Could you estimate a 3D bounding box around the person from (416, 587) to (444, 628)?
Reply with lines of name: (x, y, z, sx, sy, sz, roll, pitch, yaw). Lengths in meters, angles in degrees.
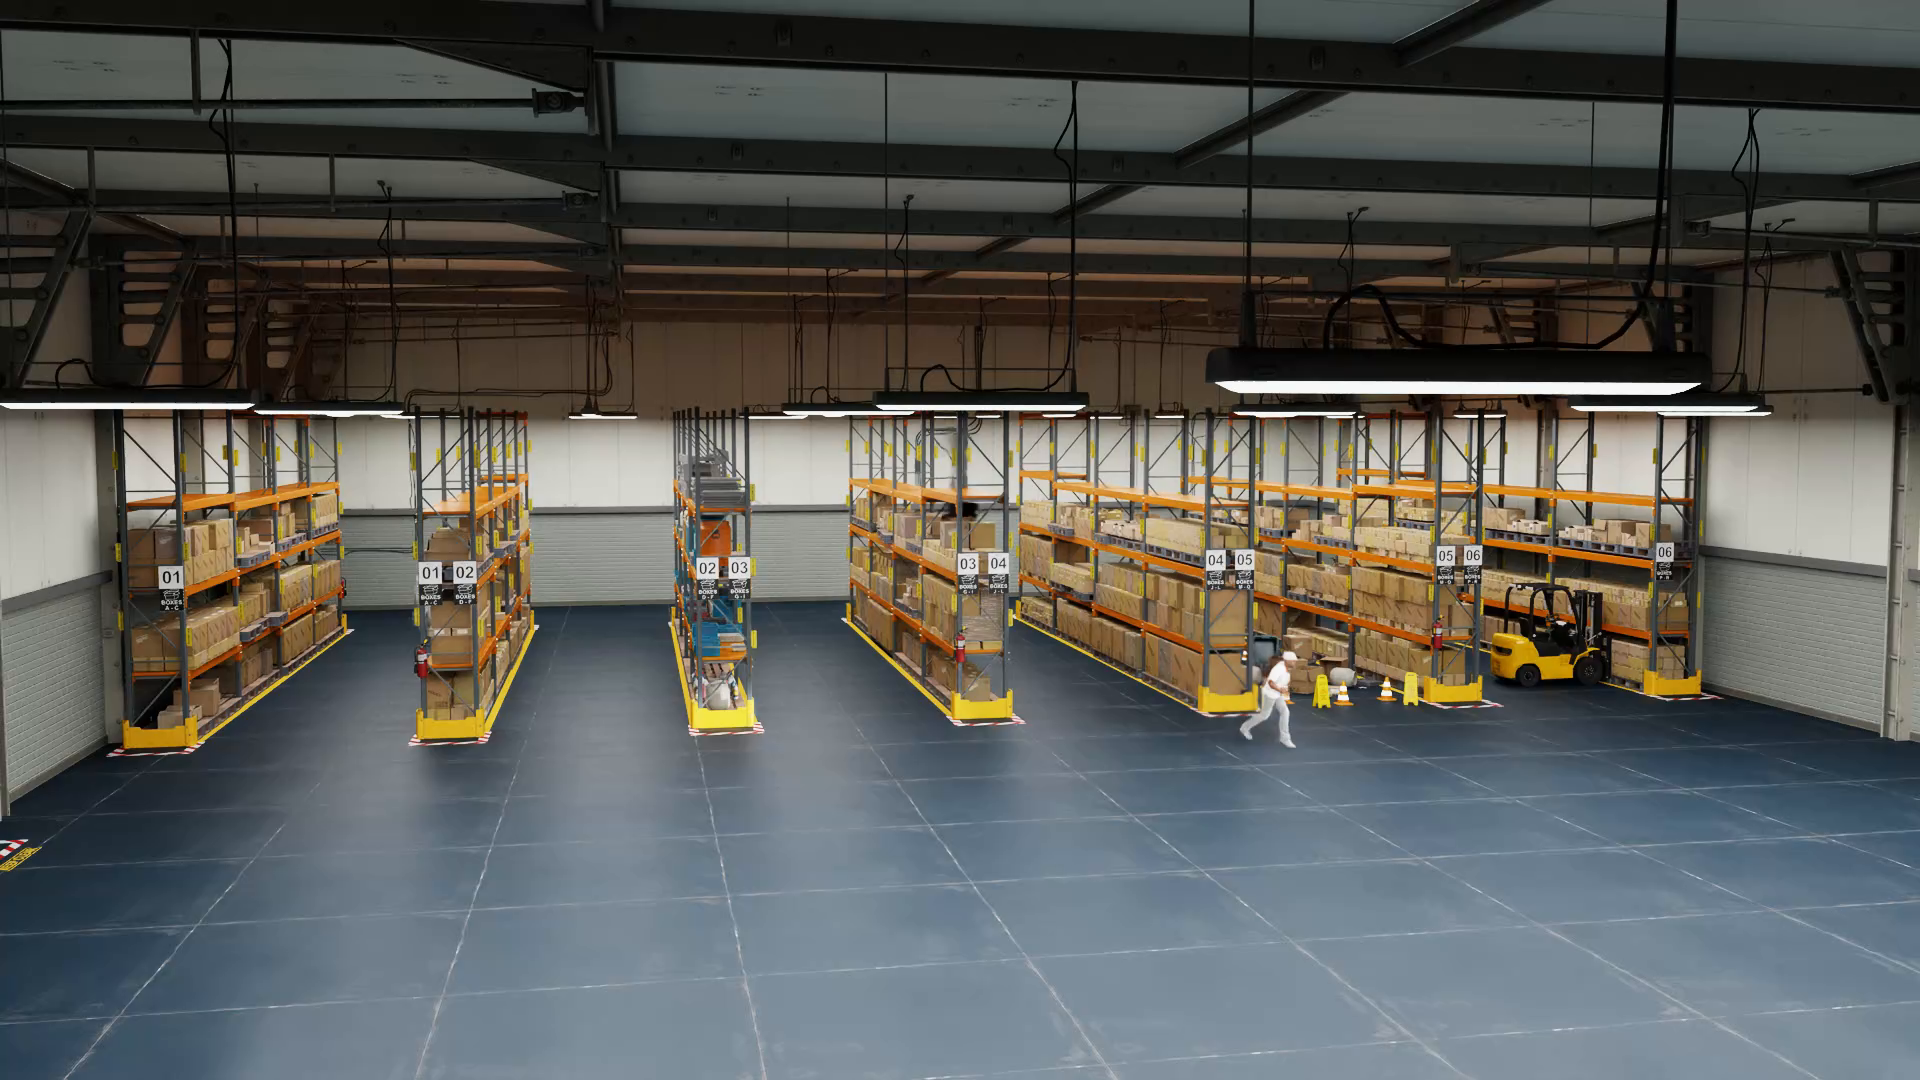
person: (-13.876, 1.806, 43.677, 0.752, 1.743, 1.064, -2, 4, -23)

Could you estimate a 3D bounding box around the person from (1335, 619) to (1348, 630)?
person: (10.523, 1.685, 45.519, 0.593, 1.625, 0.893, -1, 4, -20)

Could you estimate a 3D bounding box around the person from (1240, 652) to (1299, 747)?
person: (5.487, 2.805, 29.491, 1.056, 1.717, 0.743, 2, 5, 26)
